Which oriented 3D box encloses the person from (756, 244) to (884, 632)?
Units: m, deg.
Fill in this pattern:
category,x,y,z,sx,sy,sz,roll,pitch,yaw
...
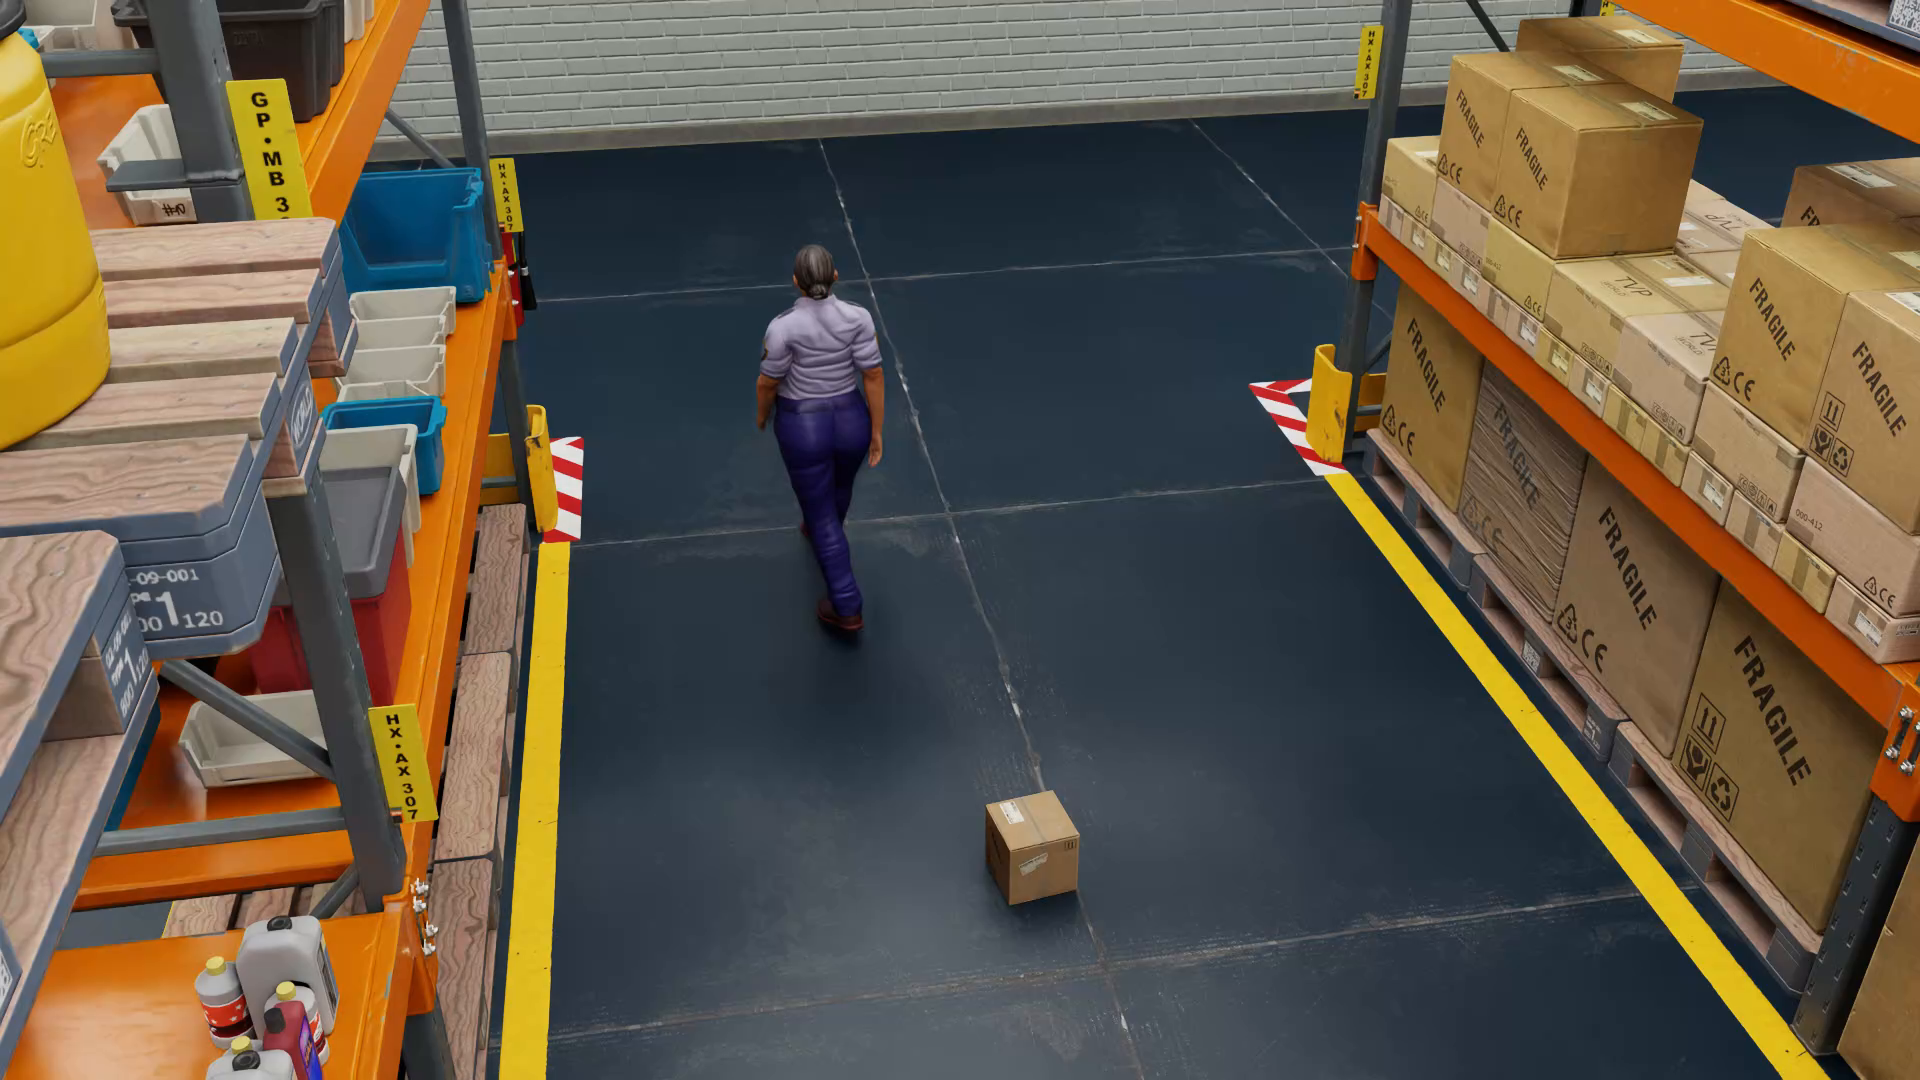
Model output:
category,x,y,z,sx,sy,sz,roll,pitch,yaw
person,-0.610,-0.502,6.957,0.495,1.595,0.973,-14,34,-23
